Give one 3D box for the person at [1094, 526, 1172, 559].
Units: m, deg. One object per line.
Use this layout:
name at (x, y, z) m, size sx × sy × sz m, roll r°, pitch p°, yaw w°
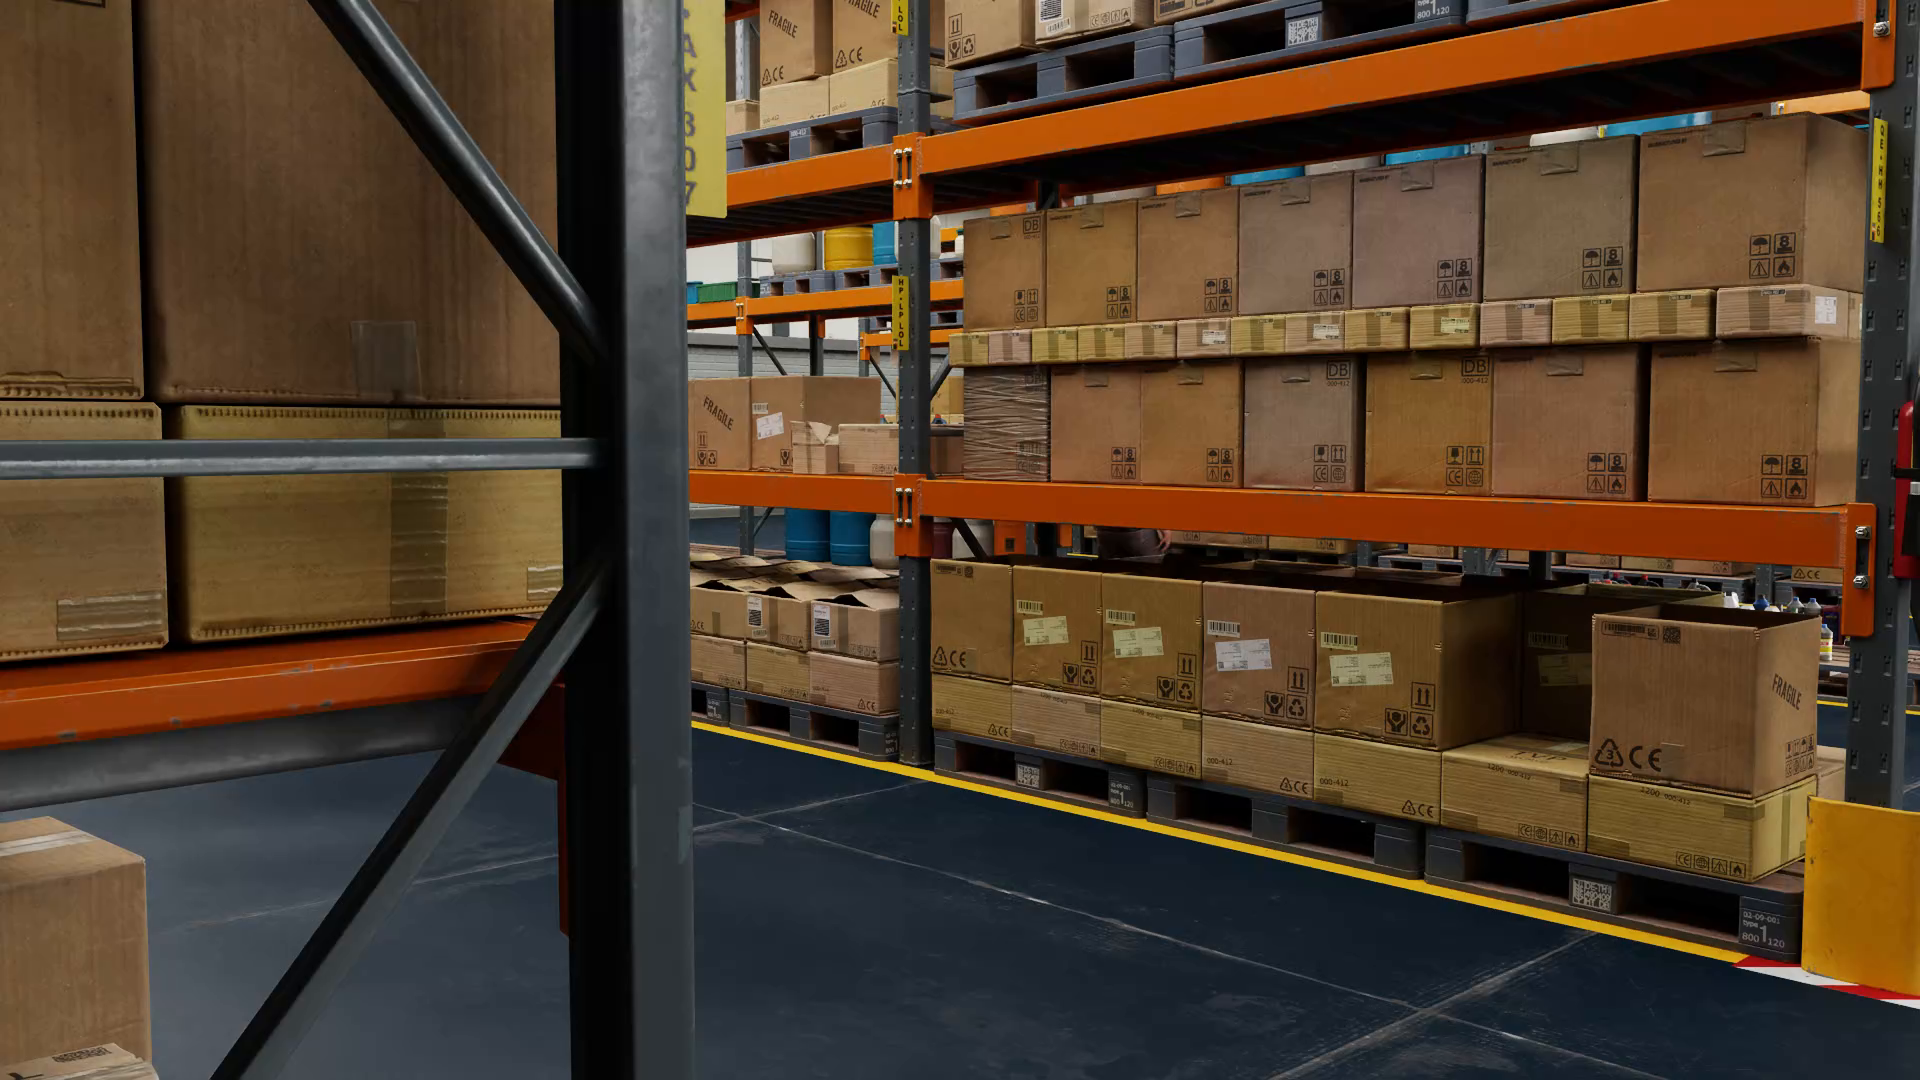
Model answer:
person at (1.098, -0.060, 10.840) m, size 0.590 × 1.722 × 0.416 m, roll 4°, pitch 5°, yaw 44°
